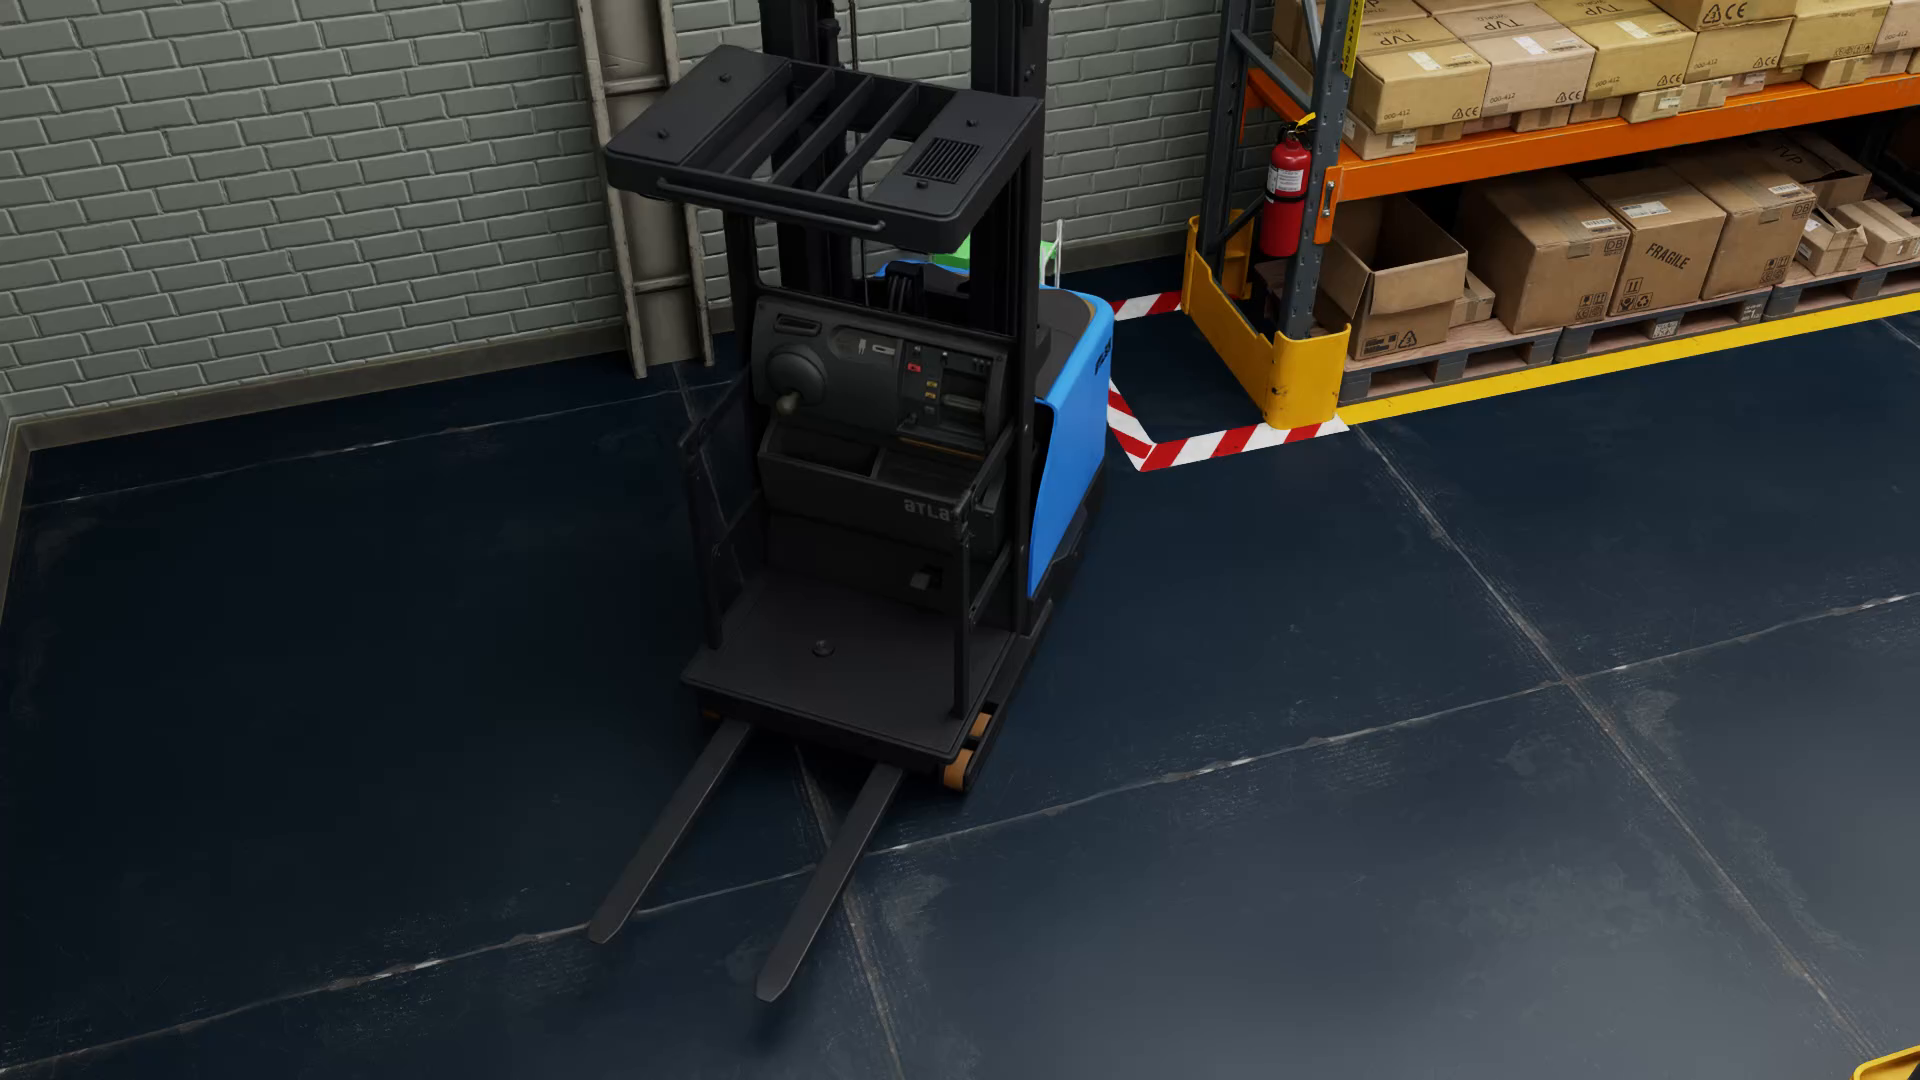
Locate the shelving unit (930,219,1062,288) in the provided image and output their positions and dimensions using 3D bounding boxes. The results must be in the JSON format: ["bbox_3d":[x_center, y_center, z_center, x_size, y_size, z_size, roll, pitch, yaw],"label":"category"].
[{"bbox_3d":[0.150,-0.873,7.337,0.503,1.200,0.258,14,43,15],"label":"shelving unit"}]

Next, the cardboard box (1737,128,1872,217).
[{"bbox_3d":[4.509,-1.976,8.957,0.500,0.311,0.500,-10,42,-12],"label":"cardboard box"}]

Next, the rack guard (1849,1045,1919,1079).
[{"bbox_3d":[2.866,2.038,4.538,0.348,0.500,1.175,-12,42,-13],"label":"rack guard"}]

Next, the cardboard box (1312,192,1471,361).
[{"bbox_3d":[2.007,-1.302,8.039,0.637,0.503,0.797,-13,43,-15],"label":"cardboard box"}]

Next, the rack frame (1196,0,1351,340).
[{"bbox_3d":[1.395,-2.023,7.285,0.127,3.000,1.000,-12,42,-13],"label":"rack frame"}]

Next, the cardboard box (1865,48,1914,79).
[{"bbox_3d":[4.241,-2.331,7.829,0.250,0.149,0.380,-11,42,-12],"label":"cardboard box"}]

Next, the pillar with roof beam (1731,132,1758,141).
[{"bbox_3d":[5.568,-2.799,3.614,0.400,9.000,9.100,-12,42,-13],"label":"pillar with roof beam"}]

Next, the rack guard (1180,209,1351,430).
[{"bbox_3d":[1.467,-1.096,8.125,0.348,0.500,1.175,-12,42,-13],"label":"rack guard"}]

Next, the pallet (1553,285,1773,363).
[{"bbox_3d":[3.389,-1.384,8.674,1.213,0.211,1.003,-12,42,-13],"label":"pallet"}]

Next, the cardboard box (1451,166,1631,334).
[{"bbox_3d":[2.834,-1.445,8.205,0.500,0.500,0.700,-10,42,-11],"label":"cardboard box"}]

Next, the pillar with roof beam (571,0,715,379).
[{"bbox_3d":[-0.155,-1.613,2.257,0.400,9.000,9.100,-12,42,-13],"label":"pillar with roof beam"}]

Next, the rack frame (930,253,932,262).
[{"bbox_3d":[-0.078,-0.929,7.401,0.015,1.200,0.240,14,43,15],"label":"rack frame"}]

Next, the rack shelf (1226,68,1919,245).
[{"bbox_3d":[3.302,-2.147,7.974,4.000,0.370,1.077,-12,42,-13],"label":"rack shelf"}]

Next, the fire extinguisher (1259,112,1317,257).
[{"bbox_3d":[1.393,-1.534,7.068,0.183,0.674,0.296,-12,42,-13],"label":"fire extinguisher"}]

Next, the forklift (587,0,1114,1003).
[{"bbox_3d":[-0.362,-0.485,5.577,1.130,2.935,3.031,14,43,16],"label":"forklift"}]

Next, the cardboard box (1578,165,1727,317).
[{"bbox_3d":[3.368,-1.487,8.253,0.500,0.500,0.500,-11,42,-12],"label":"cardboard box"}]

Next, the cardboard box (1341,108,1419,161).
[{"bbox_3d":[1.791,-1.821,7.245,0.250,0.149,0.380,-12,43,-13],"label":"cardboard box"}]

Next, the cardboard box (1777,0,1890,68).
[{"bbox_3d":[3.844,-2.416,7.624,0.500,0.250,0.500,-12,43,-13],"label":"cardboard box"}]

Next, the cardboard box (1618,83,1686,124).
[{"bbox_3d":[3.034,-2.044,7.501,0.250,0.149,0.380,-13,43,-14],"label":"cardboard box"}]

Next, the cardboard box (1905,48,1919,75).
[{"bbox_3d":[4.499,-2.365,7.869,0.250,0.149,0.380,-11,42,-12],"label":"cardboard box"}]

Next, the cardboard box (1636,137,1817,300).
[{"bbox_3d":[3.824,-1.651,8.440,0.500,0.500,0.700,-13,43,-15],"label":"cardboard box"}]

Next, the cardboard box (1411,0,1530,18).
[{"bbox_3d":[2.246,-2.437,7.647,0.500,0.250,0.500,-12,42,-13],"label":"cardboard box"}]

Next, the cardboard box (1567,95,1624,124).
[{"bbox_3d":[2.771,-2.041,7.498,0.250,0.149,0.380,-11,42,-12],"label":"cardboard box"}]

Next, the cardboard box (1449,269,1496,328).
[{"bbox_3d":[2.424,-1.228,8.223,0.250,0.149,0.380,-13,43,-15],"label":"cardboard box"}]

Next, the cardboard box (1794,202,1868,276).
[{"bbox_3d":[4.426,-1.577,8.534,0.258,0.266,0.396,-10,42,-12],"label":"cardboard box"}]

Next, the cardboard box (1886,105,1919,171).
[{"bbox_3d":[5.589,-2.313,9.198,0.500,0.500,0.500,-12,43,-13],"label":"cardboard box"}]

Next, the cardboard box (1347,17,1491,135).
[{"bbox_3d":[1.908,-1.999,7.146,0.500,0.250,0.500,-11,42,-13],"label":"cardboard box"}]

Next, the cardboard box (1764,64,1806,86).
[{"bbox_3d":[3.726,-2.282,7.773,0.250,0.149,0.380,-11,42,-12],"label":"cardboard box"}]

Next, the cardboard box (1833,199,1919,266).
[{"bbox_3d":[4.767,-1.603,8.653,0.250,0.149,0.380,-13,43,-14],"label":"cardboard box"}]

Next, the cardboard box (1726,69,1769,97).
[{"bbox_3d":[3.505,-2.203,7.683,0.250,0.149,0.380,-12,43,-13],"label":"cardboard box"}]

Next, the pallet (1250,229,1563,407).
[{"bbox_3d":[2.227,-1.146,8.401,1.213,0.211,1.003,-12,42,-13],"label":"pallet"}]

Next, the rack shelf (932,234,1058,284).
[{"bbox_3d":[0.150,-1.186,7.063,0.480,0.148,0.258,14,43,15],"label":"rack shelf"}]

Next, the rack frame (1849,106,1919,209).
[{"bbox_3d":[5.210,-2.813,8.190,0.127,3.000,1.000,-12,42,-13],"label":"rack frame"}]

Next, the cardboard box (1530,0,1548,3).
[{"bbox_3d":[2.720,-2.532,7.756,0.500,0.250,0.500,-10,42,-12],"label":"cardboard box"}]

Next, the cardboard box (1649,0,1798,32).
[{"bbox_3d":[3.339,-2.578,7.239,0.500,0.500,0.500,-11,42,-12],"label":"cardboard box"}]

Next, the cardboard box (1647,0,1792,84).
[{"bbox_3d":[3.353,-2.315,7.508,0.500,0.250,0.500,-13,43,-14],"label":"cardboard box"}]

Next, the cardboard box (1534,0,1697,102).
[{"bbox_3d":[2.872,-2.201,7.377,0.500,0.250,0.500,-12,43,-14],"label":"cardboard box"}]

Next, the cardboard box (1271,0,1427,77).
[{"bbox_3d":[1.754,-2.336,7.531,0.500,0.250,0.500,-11,42,-12],"label":"cardboard box"}]

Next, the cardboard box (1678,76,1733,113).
[{"bbox_3d":[3.279,-2.109,7.575,0.250,0.149,0.380,-11,42,-12],"label":"cardboard box"}]

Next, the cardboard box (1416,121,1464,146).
[{"bbox_3d":[2.019,-1.900,7.336,0.250,0.149,0.380,-11,42,-12],"label":"cardboard box"}]

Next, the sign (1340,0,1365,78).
[{"bbox_3d":[1.558,-2.008,6.611,0.005,0.325,0.100,-12,42,-13],"label":"sign"}]

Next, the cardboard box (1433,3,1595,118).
[{"bbox_3d":[2.389,-2.099,7.260,0.500,0.250,0.500,-11,42,-13],"label":"cardboard box"}]

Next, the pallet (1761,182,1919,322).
[{"bbox_3d":[4.555,-1.628,8.953,1.213,0.211,1.003,-12,42,-13],"label":"pallet"}]

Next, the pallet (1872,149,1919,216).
[{"bbox_3d":[5.974,-1.947,9.319,1.213,0.211,1.003,-12,42,-13],"label":"pallet"}]

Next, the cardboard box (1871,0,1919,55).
[{"bbox_3d":[4.324,-2.507,7.727,0.500,0.250,0.500,-12,42,-13],"label":"cardboard box"}]

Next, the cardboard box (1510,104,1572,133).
[{"bbox_3d":[2.519,-1.985,7.434,0.250,0.149,0.380,-10,42,-12],"label":"cardboard box"}]

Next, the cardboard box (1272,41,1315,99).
[{"bbox_3d":[1.630,-2.162,7.636,0.250,0.149,0.380,-12,43,-14],"label":"cardboard box"}]

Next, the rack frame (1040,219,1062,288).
[{"bbox_3d":[0.379,-0.816,7.272,0.015,1.200,0.240,14,43,15],"label":"rack frame"}]

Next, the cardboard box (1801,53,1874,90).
[{"bbox_3d":[4.006,-2.262,7.751,0.250,0.149,0.380,-12,43,-14],"label":"cardboard box"}]

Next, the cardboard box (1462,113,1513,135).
[{"bbox_3d":[2.260,-1.974,7.420,0.250,0.149,0.380,-12,43,-14],"label":"cardboard box"}]
